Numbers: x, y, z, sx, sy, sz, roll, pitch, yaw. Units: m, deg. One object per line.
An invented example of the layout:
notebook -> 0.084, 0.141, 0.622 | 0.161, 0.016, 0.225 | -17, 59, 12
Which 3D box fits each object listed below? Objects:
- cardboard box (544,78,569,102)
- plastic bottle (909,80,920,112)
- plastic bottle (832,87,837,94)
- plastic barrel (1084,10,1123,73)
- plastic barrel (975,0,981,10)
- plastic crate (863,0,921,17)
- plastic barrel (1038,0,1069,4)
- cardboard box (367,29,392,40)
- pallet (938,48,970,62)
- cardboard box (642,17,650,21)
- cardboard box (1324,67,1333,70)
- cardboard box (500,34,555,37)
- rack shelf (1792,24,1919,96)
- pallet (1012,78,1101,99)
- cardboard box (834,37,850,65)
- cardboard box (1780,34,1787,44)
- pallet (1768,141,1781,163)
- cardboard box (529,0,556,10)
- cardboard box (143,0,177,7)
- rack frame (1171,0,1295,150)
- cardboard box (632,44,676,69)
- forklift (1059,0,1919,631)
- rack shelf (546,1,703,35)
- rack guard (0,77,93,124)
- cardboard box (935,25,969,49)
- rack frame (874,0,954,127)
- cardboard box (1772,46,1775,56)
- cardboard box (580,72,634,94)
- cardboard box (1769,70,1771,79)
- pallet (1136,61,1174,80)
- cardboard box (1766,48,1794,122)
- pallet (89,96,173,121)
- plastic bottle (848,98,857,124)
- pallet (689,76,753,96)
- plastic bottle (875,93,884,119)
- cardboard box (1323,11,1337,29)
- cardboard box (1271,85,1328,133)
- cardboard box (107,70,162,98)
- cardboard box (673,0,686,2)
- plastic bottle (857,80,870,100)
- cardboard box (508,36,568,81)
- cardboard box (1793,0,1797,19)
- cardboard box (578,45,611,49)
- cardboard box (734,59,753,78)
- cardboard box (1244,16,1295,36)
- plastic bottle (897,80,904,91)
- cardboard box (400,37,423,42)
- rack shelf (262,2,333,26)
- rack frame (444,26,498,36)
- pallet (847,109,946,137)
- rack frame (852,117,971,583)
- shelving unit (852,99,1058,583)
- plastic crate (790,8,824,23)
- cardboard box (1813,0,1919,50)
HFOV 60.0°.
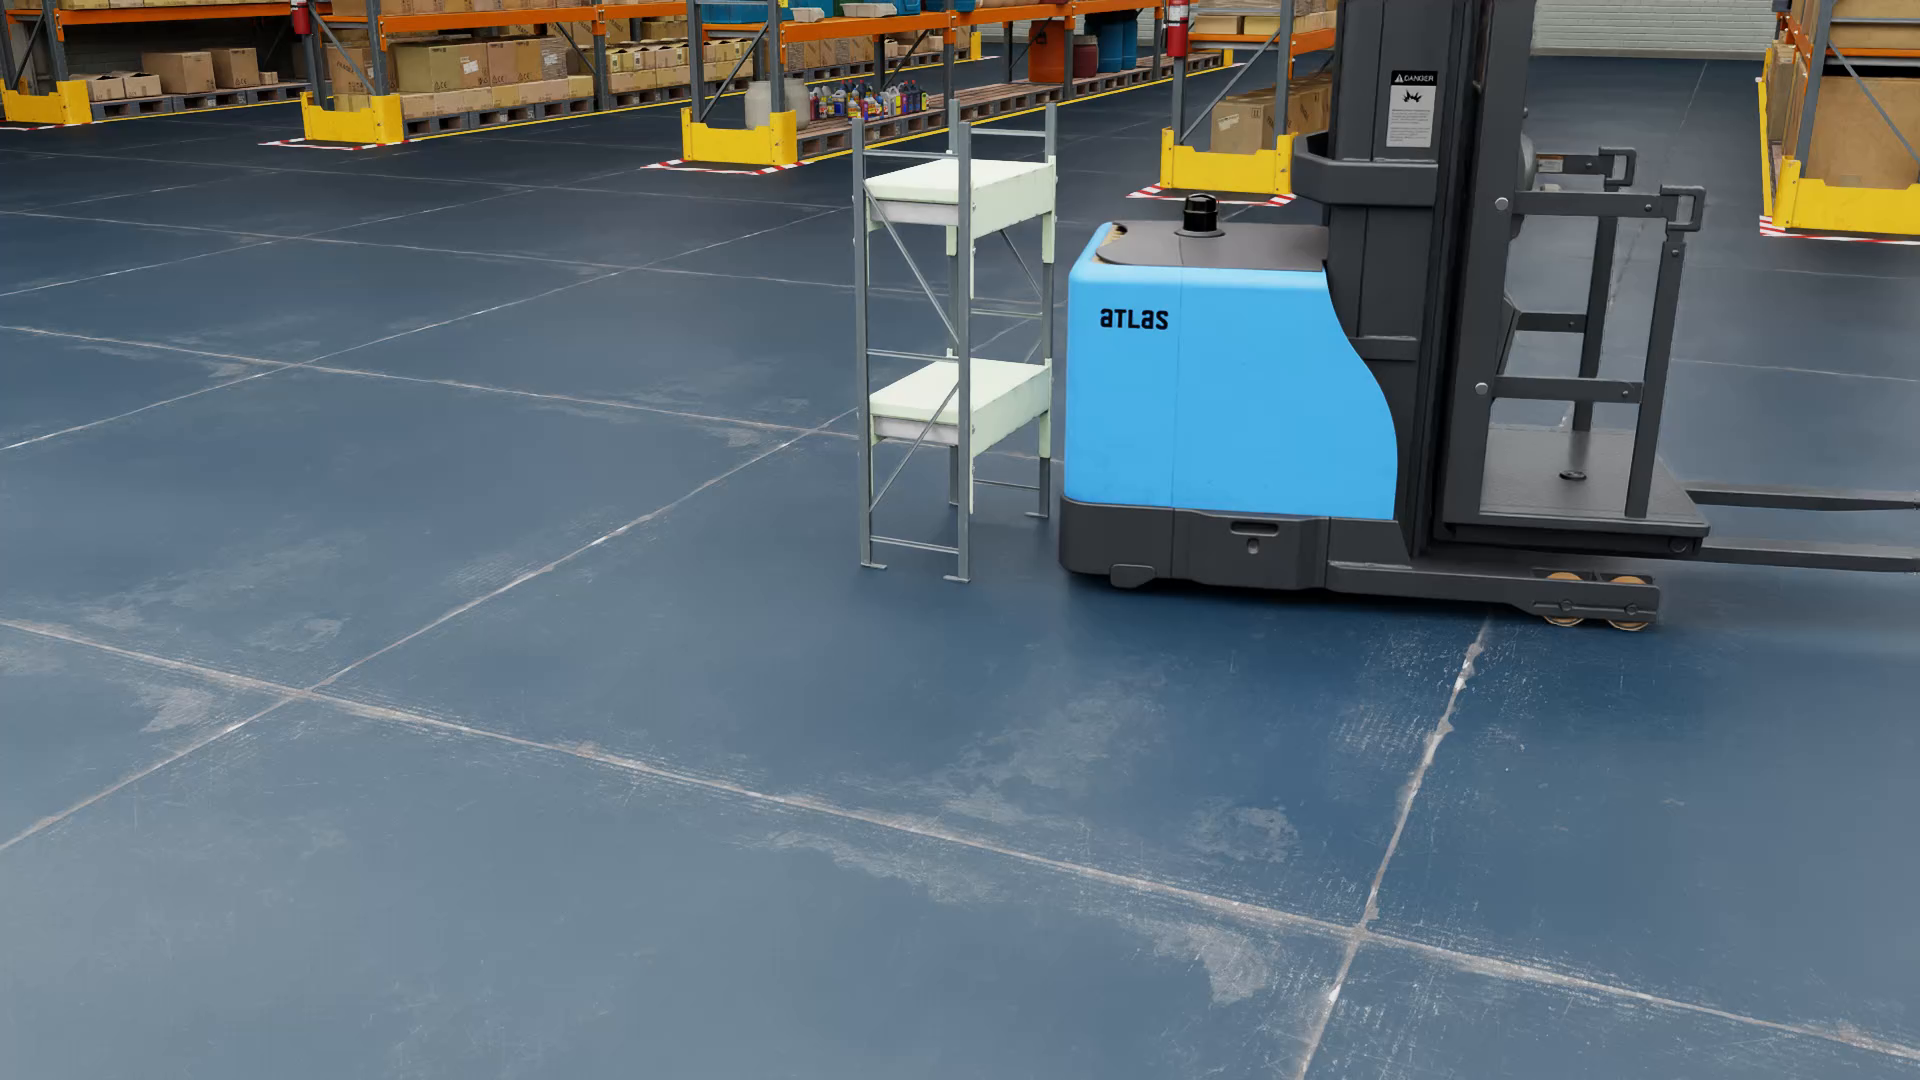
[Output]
cardboard box -> -5.269, -5.659, 20.882 | 0.500, 0.250, 0.500 | 9, 21, 23
plastic bottle -> -0.548, -5.122, 19.192 | 0.144, 0.351, 0.185 | 8, 21, 21
plastic bottle -> -1.440, -5.035, 19.046 | 0.061, 0.283, 0.133 | 10, 22, 25
plastic barrel -> 2.200, -7.674, 25.574 | 0.600, 0.901, 0.708 | 9, 21, 23
plastic barrel -> 0.044, -6.726, 20.201 | 0.433, 0.535, 0.433 | 0, 20, 0
plastic crate -> -0.753, -5.954, 18.455 | 0.499, 0.251, 0.616 | 9, 21, 23
plastic barrel -> 1.177, -7.503, 22.386 | 0.600, 0.536, 0.708 | 9, 21, 23
cardboard box -> -8.913, -7.664, 24.996 | 0.500, 0.250, 0.500 | 8, 21, 21
pallet -> -0.508, -9.167, 31.432 | 1.003, 0.211, 1.213 | 9, 21, 23
cardboard box -> -5.829, -9.969, 31.661 | 0.380, 0.149, 0.250 | 8, 21, 21
cardboard box -> 4.455, -5.077, 18.843 | 0.700, 0.500, 0.500 | 8, 21, 22
cardboard box -> -5.541, -6.237, 21.388 | 0.500, 0.500, 0.500 | 9, 21, 23
rack shelf -> 7.636, -4.058, 13.976 | 1.077, 0.370, 4.000 | 9, 21, 23
pallet -> 1.375, -6.555, 24.086 | 1.003, 0.211, 1.213 | 9, 21, 23
cardboard box -> -2.145, -8.062, 27.235 | 0.500, 0.500, 0.500 | 9, 21, 23
cardboard box -> 10.758, -6.319, 21.246 | 0.500, 0.250, 0.500 | 9, 22, 25
pallet -> 8.702, -3.941, 16.734 | 1.003, 0.211, 1.213 | 9, 21, 23
cardboard box -> -5.451, -6.829, 20.544 | 0.700, 0.500, 0.500 | 8, 21, 22
cardboard box -> -10.321, -6.896, 21.077 | 0.500, 0.250, 0.500 | 8, 21, 22
rack frame -> 2.333, -4.497, 14.137 | 1.000, 3.000, 0.127 | 9, 21, 23
cardboard box -> -4.248, -6.650, 22.830 | 0.500, 0.311, 0.500 | 8, 21, 21
forklift -> 1.896, -1.292, 5.226 | 3.031, 2.935, 1.130 | 3, 20, 10
rack shelf -> -4.246, -7.353, 23.240 | 1.077, 0.370, 4.000 | 9, 21, 23
rack guard -> -11.193, -5.381, 20.355 | 1.175, 0.500, 0.348 | 9, 21, 23
cardboard box -> -0.149, -9.578, 31.498 | 0.500, 0.500, 0.500 | 9, 21, 23
rack frame -> -0.548, -6.399, 19.486 | 1.000, 3.000, 0.127 | 9, 21, 23
cardboard box -> 12.106, -7.142, 24.315 | 0.380, 0.149, 0.250 | 8, 21, 21
cardboard box -> -4.674, -6.072, 22.042 | 0.500, 0.250, 0.500 | 8, 21, 21
cardboard box -> 12.004, -6.792, 24.217 | 0.380, 0.149, 0.250 | 9, 21, 23
pallet -> 2.994, -7.761, 27.477 | 1.003, 0.211, 1.213 | 9, 21, 23
cardboard box -> 9.406, -4.927, 18.078 | 1.050, 0.750, 0.750 | 9, 21, 24
pallet -> -10.828, -5.489, 21.088 | 1.003, 0.211, 1.213 | 9, 21, 23
plastic bottle -> -1.159, -4.610, 17.870 | 0.097, 0.271, 0.097 | 0, 20, 0
pallet -> -3.800, -6.743, 24.614 | 1.003, 0.211, 1.213 | 9, 21, 23
plastic bottle -> -0.894, -4.807, 18.425 | 0.097, 0.271, 0.097 | 0, 20, 0
cardboard box -> 3.370, -4.878, 15.584 | 0.380, 0.149, 0.250 | 9, 21, 23
cardboard box -> 3.361, -4.246, 16.536 | 0.500, 0.500, 0.500 | 7, 21, 18
cardboard box -> -10.625, -5.850, 21.297 | 0.500, 0.311, 0.500 | 11, 22, 27
cardboard box -> -4.099, -7.835, 23.374 | 0.500, 0.500, 0.500 | 7, 21, 20
plastic bottle -> -1.125, -5.149, 19.267 | 0.144, 0.351, 0.185 | 9, 21, 23
cardboard box -> -5.271, -6.013, 20.757 | 0.500, 0.500, 0.500 | 9, 21, 23
cardboard box -> 9.044, -5.716, 17.416 | 0.500, 0.500, 0.500 | 8, 21, 22
cardboard box -> -4.953, -6.570, 22.605 | 0.500, 0.311, 0.500 | 9, 22, 24
cardboard box -> -3.420, -7.011, 24.683 | 0.500, 0.250, 0.500 | 9, 22, 24
cardboard box -> 2.667, -4.433, 14.332 | 0.380, 0.149, 0.250 | 9, 21, 23
plastic bottle -> -0.680, -5.142, 19.247 | 0.144, 0.351, 0.185 | 9, 21, 23
cardboard box -> -8.690, -7.486, 25.617 | 0.700, 0.500, 0.500 | 8, 21, 22
rack shelf -> -8.767, -8.031, 25.148 | 1.077, 0.370, 4.000 | 9, 21, 23
rack frame -> -7.948, -8.981, 26.747 | 1.000, 3.000, 0.127 | 9, 21, 23
pallet -> -0.861, -4.886, 19.392 | 1.003, 0.211, 1.213 | 9, 21, 23
rack frame -> -0.153, -0.593, 5.397 | 0.400, 1.500, 0.023 | 9, 21, 23
shelving unit -> -0.003, -0.705, 5.712 | 0.431, 1.500, 0.755 | 9, 21, 23
plastic crate -> -1.525, -5.282, 16.737 | 0.298, 0.136, 0.250 | 9, 21, 23
cardboard box -> 6.927, -3.976, 12.448 | 0.875, 0.550, 0.550 | 9, 21, 23
